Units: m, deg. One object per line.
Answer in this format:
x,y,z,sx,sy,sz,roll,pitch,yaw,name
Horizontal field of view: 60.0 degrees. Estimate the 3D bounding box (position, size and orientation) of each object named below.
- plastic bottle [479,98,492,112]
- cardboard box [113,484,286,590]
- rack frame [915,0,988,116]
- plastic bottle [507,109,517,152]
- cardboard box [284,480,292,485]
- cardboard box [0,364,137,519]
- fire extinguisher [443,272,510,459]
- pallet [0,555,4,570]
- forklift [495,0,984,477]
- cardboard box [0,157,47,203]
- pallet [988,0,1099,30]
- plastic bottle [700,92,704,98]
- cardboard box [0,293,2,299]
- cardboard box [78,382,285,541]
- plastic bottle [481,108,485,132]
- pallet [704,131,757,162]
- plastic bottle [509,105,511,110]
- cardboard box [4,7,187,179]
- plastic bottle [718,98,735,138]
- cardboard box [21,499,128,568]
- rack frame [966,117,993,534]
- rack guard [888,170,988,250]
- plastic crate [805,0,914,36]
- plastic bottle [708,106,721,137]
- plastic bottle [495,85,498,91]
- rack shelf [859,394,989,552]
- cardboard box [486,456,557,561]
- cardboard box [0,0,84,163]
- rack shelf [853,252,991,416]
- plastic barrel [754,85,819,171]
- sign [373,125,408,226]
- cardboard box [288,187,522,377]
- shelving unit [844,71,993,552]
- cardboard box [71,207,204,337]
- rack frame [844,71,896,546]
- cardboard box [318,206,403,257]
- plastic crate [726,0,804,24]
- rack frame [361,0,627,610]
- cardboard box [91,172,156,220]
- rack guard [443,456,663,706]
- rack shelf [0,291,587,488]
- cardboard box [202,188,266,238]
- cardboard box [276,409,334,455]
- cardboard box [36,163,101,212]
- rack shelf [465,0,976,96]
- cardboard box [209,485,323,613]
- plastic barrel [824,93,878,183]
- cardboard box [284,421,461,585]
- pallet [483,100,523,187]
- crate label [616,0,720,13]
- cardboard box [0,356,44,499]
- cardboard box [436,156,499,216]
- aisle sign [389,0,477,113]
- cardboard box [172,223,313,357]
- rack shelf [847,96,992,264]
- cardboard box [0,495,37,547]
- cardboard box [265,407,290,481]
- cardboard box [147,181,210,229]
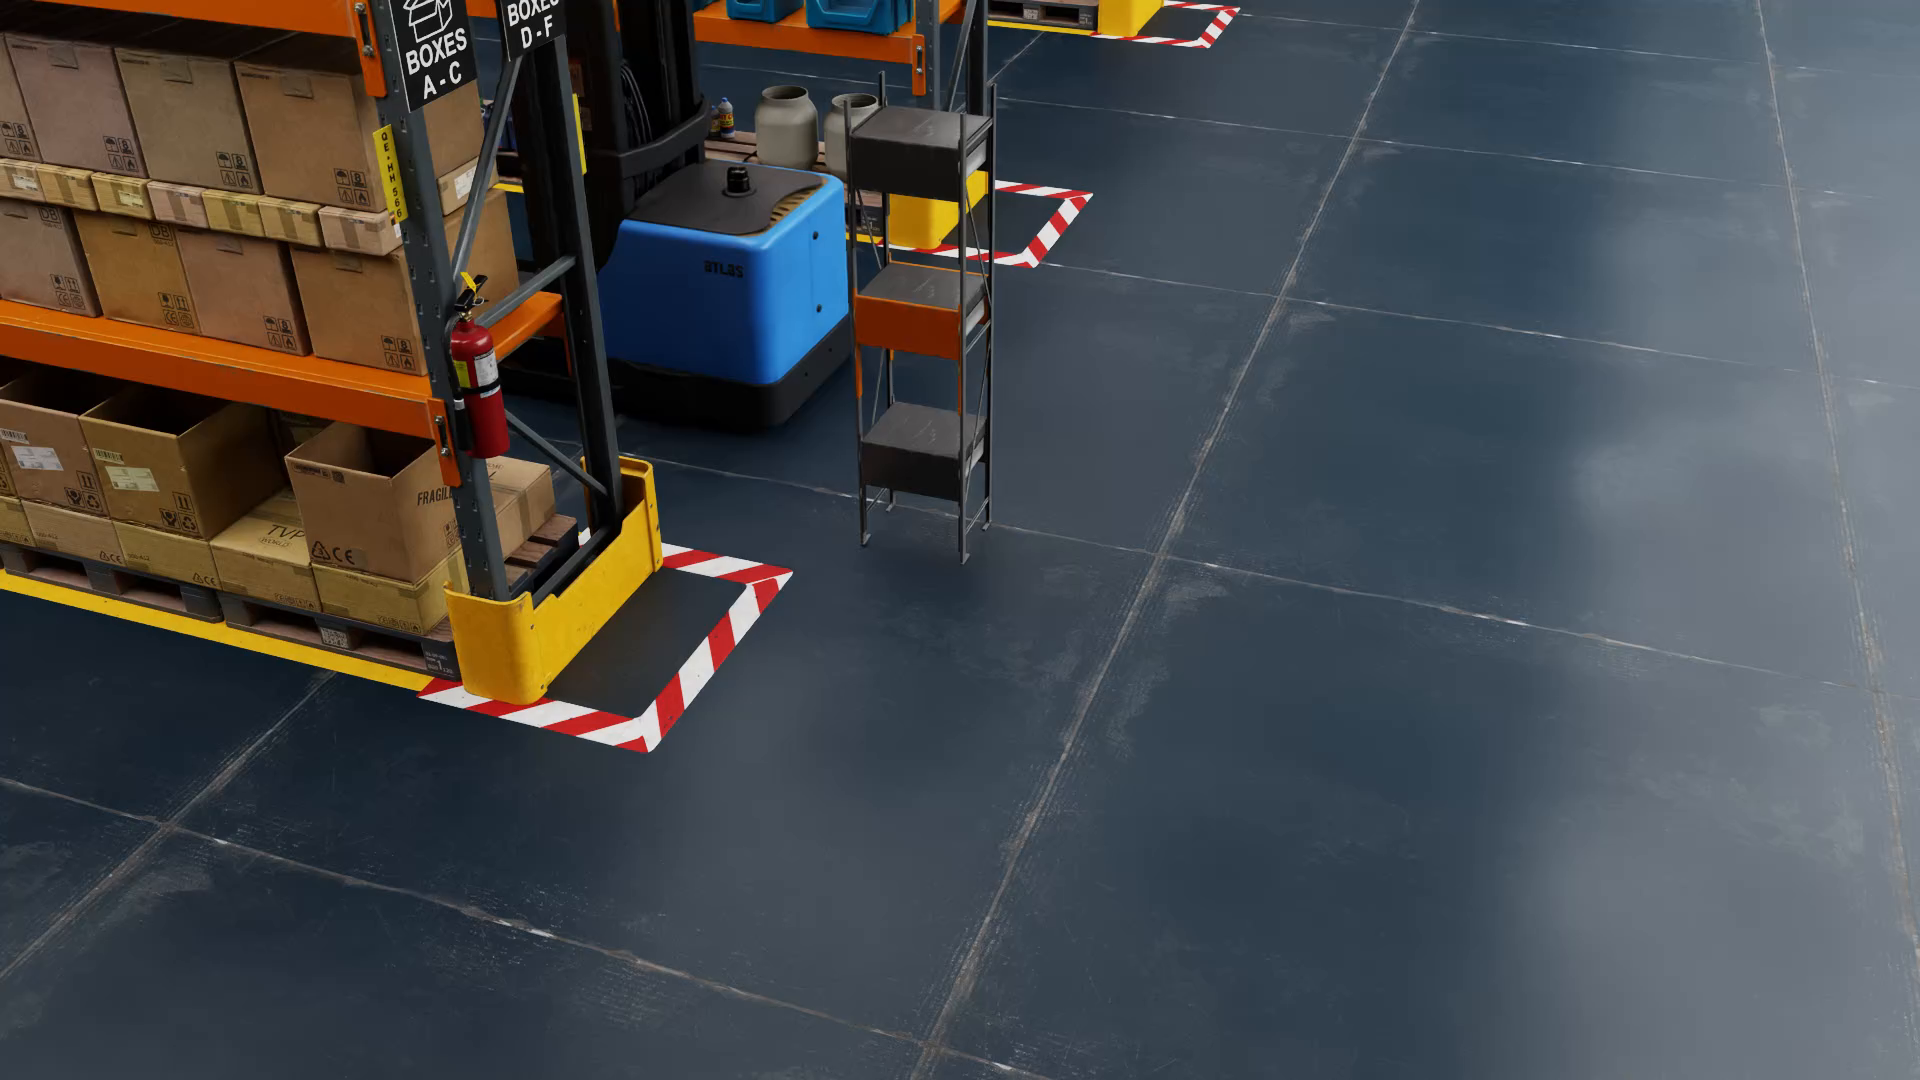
-3.308,-2.947,11.647,0.133,0.283,0.061,11,34,16,plastic bottle
-3.269,-0.060,7.225,0.500,0.250,0.500,11,34,16,cardboard box
-0.043,-3.444,10.319,0.127,3.000,1.000,11,34,16,rack frame
-3.011,-2.854,11.441,0.185,0.351,0.144,10,34,14,plastic bottle
-3.090,-0.330,7.643,0.500,0.250,0.500,11,34,16,cardboard box
-3.740,-0.466,7.162,0.500,0.500,0.500,11,34,16,cardboard box
-1.763,-0.624,6.022,0.183,0.674,0.296,11,34,16,fire extinguisher
-4.749,-0.309,8.034,1.213,0.211,1.003,11,34,16,pallet
-1.692,-2.000,8.146,4.295,2.935,1.782,12,35,18,forklift
-3.603,-1.485,6.595,0.250,0.149,0.380,11,34,16,cardboard box
0.803,-4.982,15.272,1.213,0.211,1.003,11,34,16,pallet
-1.852,-3.029,11.775,0.133,0.283,0.061,12,35,17,plastic bottle
-4.094,-1.424,7.099,0.500,0.500,0.700,12,35,17,cardboard box
-3.270,-0.373,7.019,0.500,0.500,0.500,11,34,16,cardboard box
-3.343,-2.889,11.565,0.135,0.276,0.152,12,35,18,plastic bottle
-2.038,-2.638,11.641,1.213,0.211,1.003,11,34,16,pallet
-3.140,-2.962,11.609,0.185,0.351,0.144,11,34,16,plastic bottle
-3.175,-1.789,6.468,0.500,0.500,0.700,11,34,17,cardboard box
-1.645,-2.973,11.700,0.097,0.271,0.097,0,33,0,plastic bottle
-3.739,-0.152,7.368,0.500,0.250,0.500,11,34,16,cardboard box
0.074,-0.868,7.159,0.006,1.831,0.380,11,34,16,rack frame
-0.131,-2.384,10.981,0.348,0.500,1.175,11,34,16,rack guard
-0.616,-3.320,10.264,0.616,0.251,0.499,11,34,16,plastic crate
-1.743,-2.963,11.748,0.097,0.201,0.097,0,33,0,plastic bottle
-3.362,-3.278,12.236,0.097,0.201,0.097,0,33,0,plastic bottle
-0.156,-0.313,7.614,0.480,0.518,0.431,11,34,16,rack shelf
-2.148,-0.148,7.362,0.500,0.250,0.500,11,34,16,cardboard box
-3.646,-1.881,6.610,0.500,0.500,0.700,11,34,17,cardboard box
-0.156,-0.901,7.235,0.480,0.518,0.431,11,34,16,rack shelf
-1.161,-2.748,11.148,0.421,0.512,0.421,0,33,0,plastic barrel
-1.914,-1.227,5.599,0.005,0.325,0.100,11,34,16,sign
-2.153,-1.049,6.518,0.500,0.500,0.700,11,34,16,cardboard box
-0.158,-0.913,7.228,0.499,2.100,0.431,11,34,16,shelving unit
-3.115,-1.237,6.808,0.500,0.500,0.700,11,35,17,cardboard box
-0.386,-0.957,7.297,0.015,2.100,0.400,11,34,16,rack frame
-2.142,-1.203,6.157,0.250,0.149,0.380,10,34,16,cardboard box
-1.225,-3.442,10.453,0.408,0.251,0.499,11,34,16,plastic crate
-1.718,-0.915,6.402,0.127,3.000,1.000,11,34,16,rack frame
-3.113,-1.391,6.449,0.250,0.149,0.380,12,35,18,cardboard box
-1.695,0.139,7.074,0.348,0.500,1.175,11,34,16,rack guard
-3.601,-0.979,7.164,4.000,0.370,1.077,11,34,16,rack shelf
-2.630,-1.296,6.302,0.250,0.149,0.380,11,34,16,cardboard box
-2.619,-0.554,7.299,0.500,0.500,0.500,11,34,16,cardboard box
-3.361,-1.439,6.523,0.250,0.149,0.380,12,35,18,cardboard box
-1.926,-3.508,11.081,4.000,0.370,1.077,11,34,16,rack shelf
-2.797,0.031,7.085,0.500,0.250,0.500,11,34,16,cardboard box
-0.689,-2.657,11.006,0.421,0.512,0.421,0,33,0,plastic barrel
-2.323,-0.198,6.748,0.500,0.500,0.500,11,34,16,cardboard box
-3.191,-2.860,11.985,1.213,0.211,1.003,11,34,16,pallet
-1.867,-3.658,10.617,0.616,0.435,0.502,11,34,16,crate label
-4.211,-0.556,7.302,0.500,0.500,0.500,11,34,16,cardboard box
-2.015,-1.412,6.481,0.250,0.149,0.380,11,34,16,cardboard box
-1.755,-1.846,5.446,0.004,0.787,0.394,11,34,16,aisle sign
-4.772,-1.144,7.438,4.930,1.340,1.023,12,35,18,cardboard box
-0.156,-1.489,6.855,0.480,0.518,0.431,11,34,16,rack shelf
-4.211,-0.241,7.505,0.500,0.250,0.500,11,34,16,cardboard box
-3.094,-0.639,7.431,0.500,0.500,0.500,11,34,16,cardboard box
-2.866,-1.344,6.375,0.250,0.149,0.380,11,35,17,cardboard box
